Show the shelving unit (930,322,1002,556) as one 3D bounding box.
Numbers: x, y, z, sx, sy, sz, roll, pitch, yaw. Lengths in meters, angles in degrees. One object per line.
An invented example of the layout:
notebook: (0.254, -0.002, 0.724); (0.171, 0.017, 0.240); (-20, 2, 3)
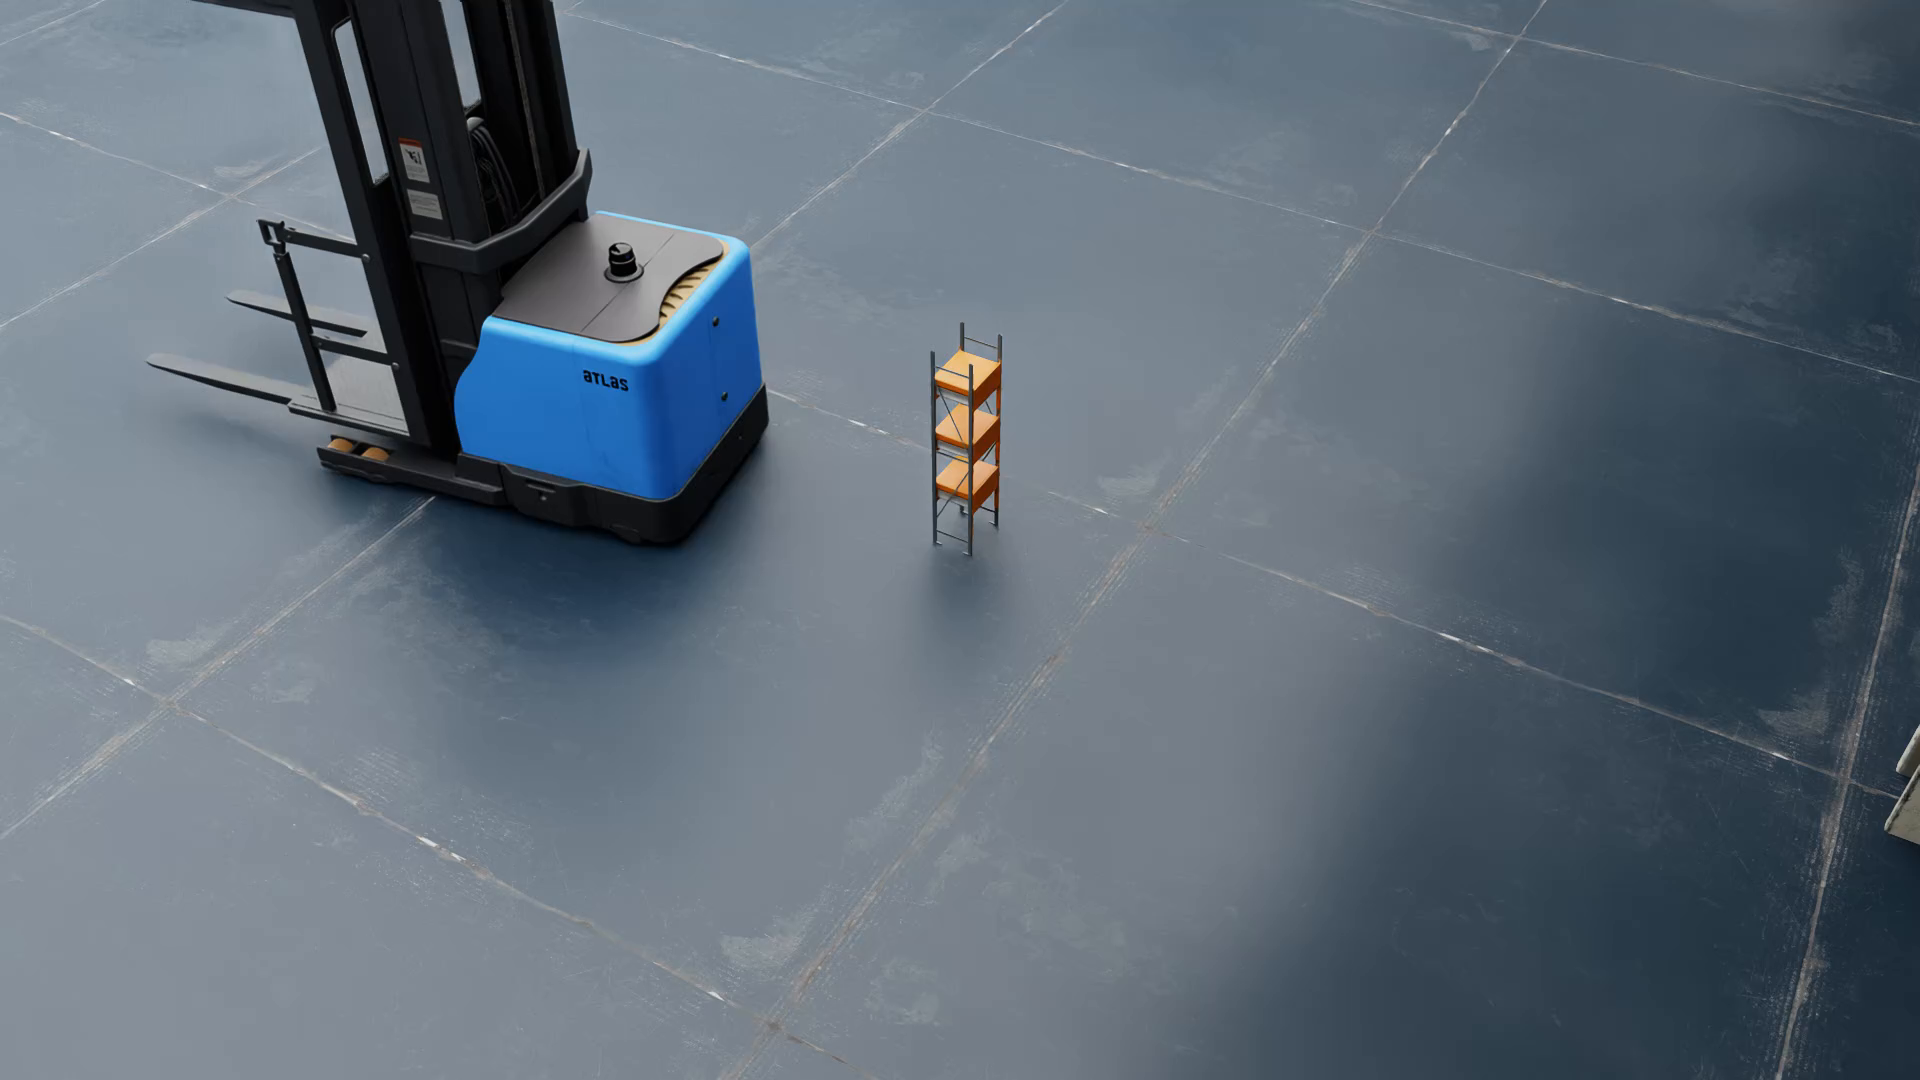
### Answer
shelving unit: (0.027, -0.425, 7.253); (0.215, 1.050, 0.252); (21, 45, 22)

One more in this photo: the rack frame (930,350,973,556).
rack frame: (-0.034, -0.355, 7.174); (0.200, 1.050, 0.008); (21, 45, 22)

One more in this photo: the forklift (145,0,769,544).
forklift: (-2.504, -1.684, 7.260); (3.031, 2.935, 1.130); (14, 43, 15)

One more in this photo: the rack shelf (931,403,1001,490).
rack shelf: (0.027, -0.417, 7.260); (0.215, 0.259, 0.240); (21, 45, 22)

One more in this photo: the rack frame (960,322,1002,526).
rack frame: (0.088, -0.494, 7.333); (0.200, 1.050, 0.008); (21, 45, 22)

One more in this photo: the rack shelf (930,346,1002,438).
rack shelf: (0.027, -0.630, 7.073); (0.215, 0.259, 0.240); (21, 45, 22)

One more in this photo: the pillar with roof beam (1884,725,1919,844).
pillar with roof beam: (0.013, -3.758, 5.024); (9.100, 9.000, 0.400); (21, 45, 22)

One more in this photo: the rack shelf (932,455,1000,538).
rack shelf: (0.027, -0.208, 7.444); (0.215, 0.259, 0.240); (21, 45, 22)
